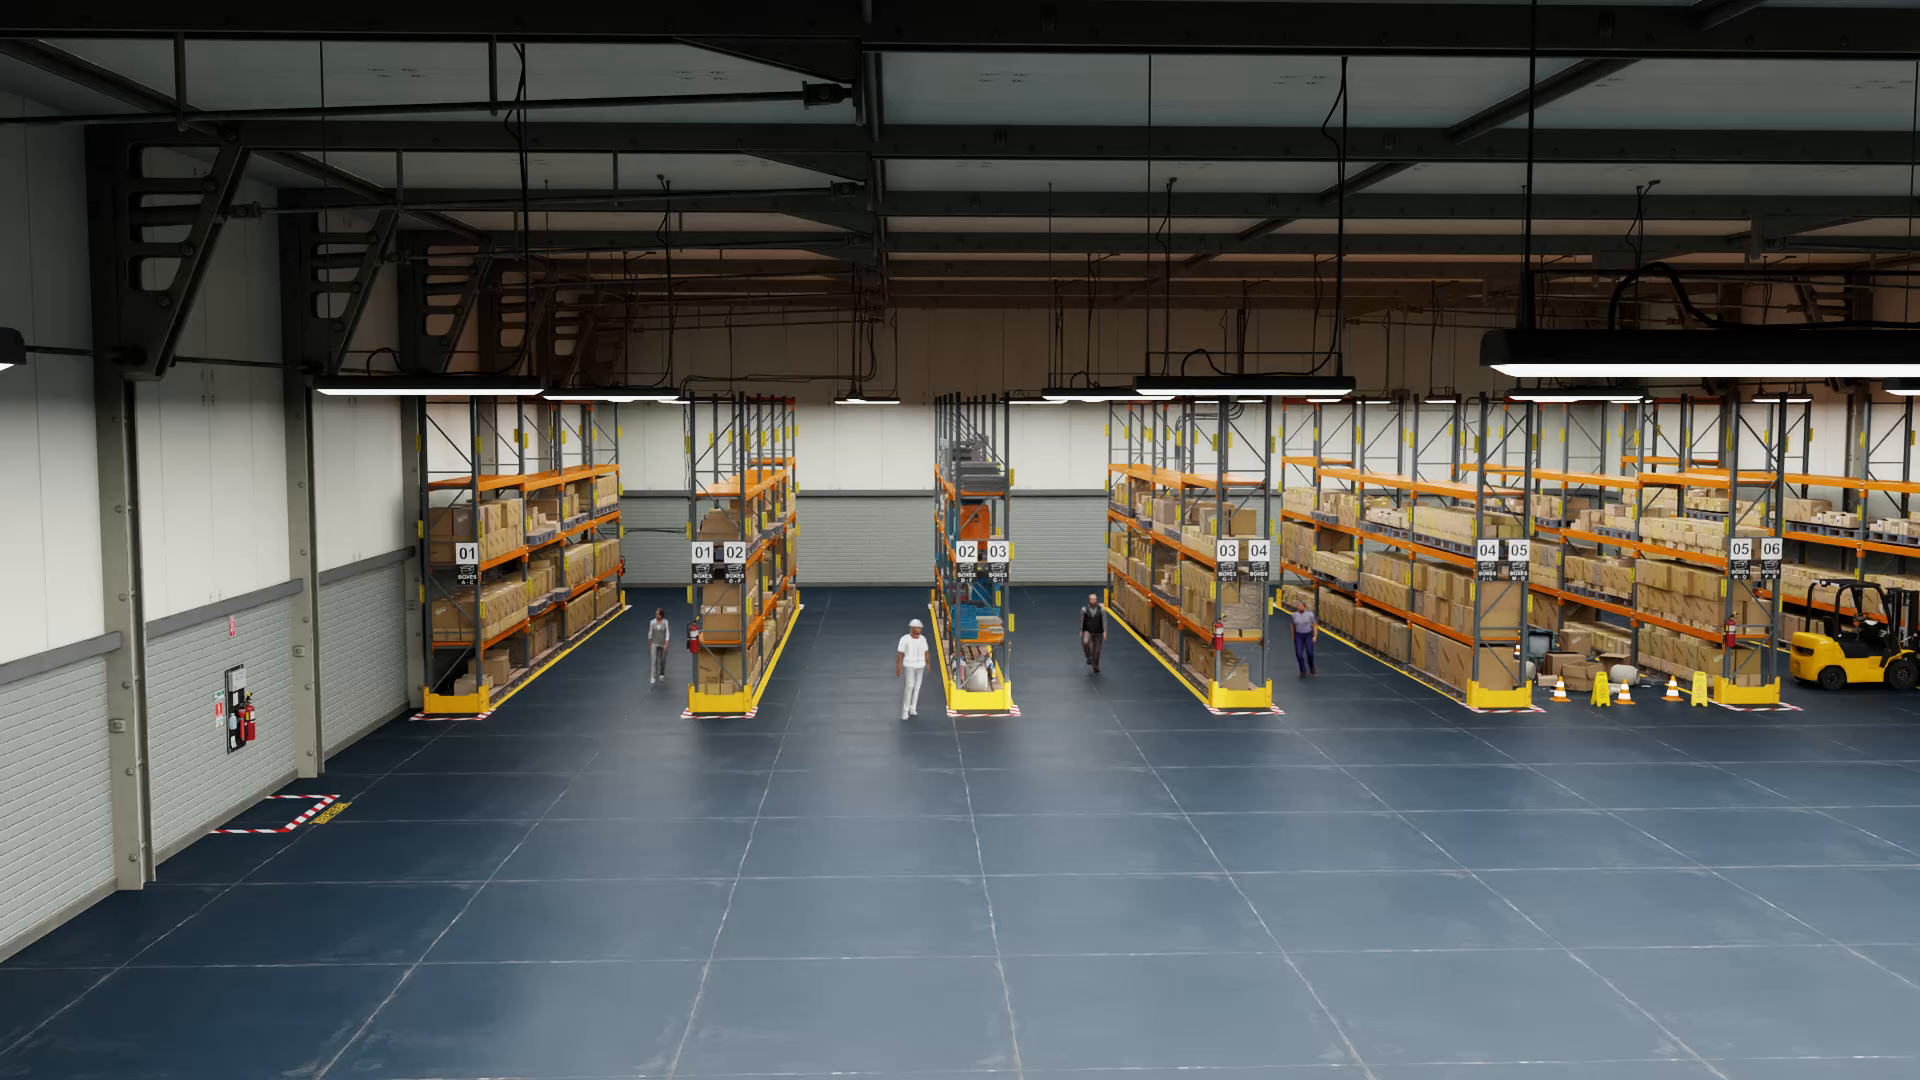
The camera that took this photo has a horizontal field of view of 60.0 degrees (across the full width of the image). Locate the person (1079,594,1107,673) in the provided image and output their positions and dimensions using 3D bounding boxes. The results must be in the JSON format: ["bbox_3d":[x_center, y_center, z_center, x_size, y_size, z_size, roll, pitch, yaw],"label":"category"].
[{"bbox_3d":[2.857,2.010,35.508,0.589,1.709,0.726,0,5,0],"label":"person"}]

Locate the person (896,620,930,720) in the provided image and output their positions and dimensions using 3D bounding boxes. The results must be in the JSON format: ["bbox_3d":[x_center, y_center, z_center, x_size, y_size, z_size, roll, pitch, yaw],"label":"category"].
[{"bbox_3d":[-0.861,2.391,30.768,0.702,1.813,0.512,-3,5,-33],"label":"person"}]

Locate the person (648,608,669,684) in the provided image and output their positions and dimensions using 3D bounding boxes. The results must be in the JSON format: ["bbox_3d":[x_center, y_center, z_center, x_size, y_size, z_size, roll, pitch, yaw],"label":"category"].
[{"bbox_3d":[-6.207,2.182,34.283,0.434,1.546,0.968,-1,5,-14],"label":"person"}]

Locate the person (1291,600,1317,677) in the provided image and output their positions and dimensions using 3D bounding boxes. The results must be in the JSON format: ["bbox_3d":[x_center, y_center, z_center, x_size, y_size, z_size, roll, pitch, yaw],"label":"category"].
[{"bbox_3d":[7.325,2.083,35.407,0.553,1.631,0.482,2,5,20],"label":"person"}]
